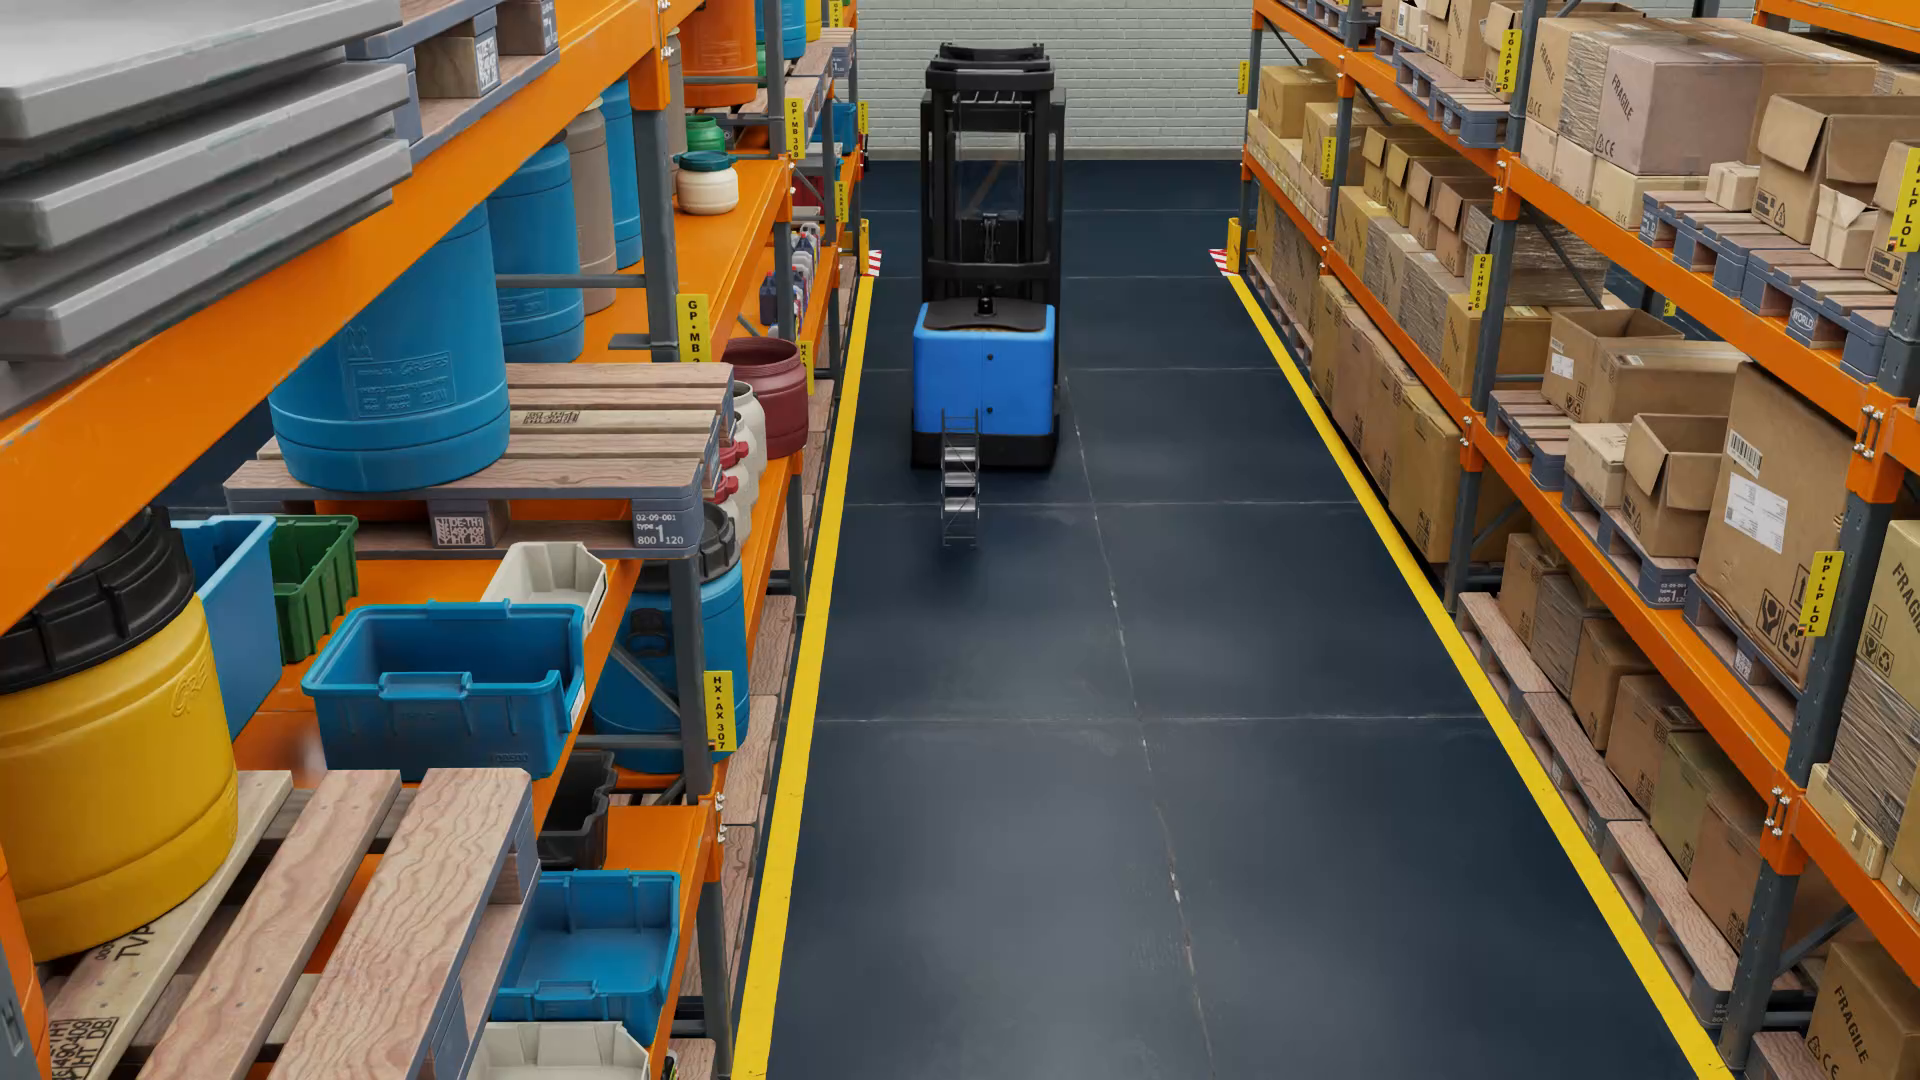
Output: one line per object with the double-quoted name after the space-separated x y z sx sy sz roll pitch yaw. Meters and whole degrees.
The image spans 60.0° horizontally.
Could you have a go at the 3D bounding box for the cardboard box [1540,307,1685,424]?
3.551 -0.950 9.080 0.500 0.500 0.500 -3 25 -7 "cardboard box"

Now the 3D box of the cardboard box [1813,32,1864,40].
8.632 -4.662 16.222 0.500 0.500 0.500 -1 24 -2 "cardboard box"

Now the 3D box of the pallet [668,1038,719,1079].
-1.439 2.282 5.947 1.003 0.211 1.213 0 24 -1 "pallet"

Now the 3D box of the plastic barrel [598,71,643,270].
-1.641 -1.608 6.916 0.600 0.901 0.708 0 24 -1 "plastic barrel"

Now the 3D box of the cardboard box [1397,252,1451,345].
3.243 -1.603 11.032 0.500 0.500 0.500 -1 24 -2 "cardboard box"

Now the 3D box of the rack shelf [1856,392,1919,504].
3.570 0.498 3.742 1.077 0.370 4.000 0 24 -1 "rack shelf"

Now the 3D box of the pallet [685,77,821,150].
-1.358 -2.510 9.748 1.003 0.211 1.213 0 24 -1 "pallet"

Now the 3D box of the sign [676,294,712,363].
-0.854 -0.634 5.360 0.100 0.325 0.005 0 24 -1 "sign"

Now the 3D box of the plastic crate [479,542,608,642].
-0.982 0.148 3.963 0.243 0.136 0.396 0 24 -1 "plastic crate"

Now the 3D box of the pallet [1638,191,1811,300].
3.634 -1.251 6.963 1.213 0.211 1.003 0 24 -1 "pallet"

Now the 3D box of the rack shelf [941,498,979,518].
0.000 -0.219 11.160 0.258 0.077 0.200 0 24 -1 "rack shelf"

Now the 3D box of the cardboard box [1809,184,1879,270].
3.438 -1.171 6.213 0.396 0.266 0.258 1 24 1 "cardboard box"

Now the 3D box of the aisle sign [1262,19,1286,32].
3.117 -5.445 16.494 0.394 0.787 0.004 0 24 -1 "aisle sign"

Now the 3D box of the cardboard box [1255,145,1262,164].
3.099 -3.759 16.225 0.380 0.149 0.250 -1 24 -2 "cardboard box"

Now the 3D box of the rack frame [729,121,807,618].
-1.448 -0.913 9.629 1.000 3.000 0.127 0 24 -1 "rack frame"

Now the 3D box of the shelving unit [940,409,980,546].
0.000 -0.413 11.072 0.258 0.900 0.210 0 24 -1 "shelving unit"

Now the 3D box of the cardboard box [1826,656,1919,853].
3.492 0.717 5.542 0.875 0.500 0.500 0 24 -1 "cardboard box"

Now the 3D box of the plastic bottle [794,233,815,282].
-1.152 -2.086 12.281 0.144 0.351 0.185 0 24 -1 "plastic bottle"

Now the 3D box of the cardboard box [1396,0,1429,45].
3.383 -3.649 11.636 0.500 0.311 0.500 -1 24 -2 "cardboard box"

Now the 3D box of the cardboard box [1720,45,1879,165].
3.767 -1.965 7.586 0.500 0.500 0.500 0 24 0 "cardboard box"

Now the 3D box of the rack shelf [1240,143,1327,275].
3.439 -3.080 15.293 1.077 0.370 4.000 0 24 -1 "rack shelf"

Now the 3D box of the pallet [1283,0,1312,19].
3.452 -4.749 14.577 1.003 0.211 1.213 0 24 -1 "pallet"

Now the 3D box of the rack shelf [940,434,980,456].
0.000 -0.629 10.974 0.258 0.077 0.200 0 24 -1 "rack shelf"

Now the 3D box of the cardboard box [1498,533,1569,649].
3.532 0.279 9.493 0.700 0.500 0.500 -2 24 -3 "cardboard box"

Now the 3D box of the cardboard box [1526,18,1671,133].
3.253 -2.381 8.506 0.500 0.500 0.500 0 24 0 "cardboard box"

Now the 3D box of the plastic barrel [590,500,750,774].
-1.105 0.346 6.237 0.600 0.901 0.708 0 24 -1 "plastic barrel"

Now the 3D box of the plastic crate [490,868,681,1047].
-1.121 1.258 5.010 0.499 0.251 0.616 0 24 -1 "plastic crate"

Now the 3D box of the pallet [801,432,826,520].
-1.509 -0.469 12.031 1.003 0.211 1.213 0 24 -1 "pallet"

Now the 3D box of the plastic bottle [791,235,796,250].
-1.298 -2.161 12.448 0.144 0.351 0.185 0 24 -1 "plastic bottle"

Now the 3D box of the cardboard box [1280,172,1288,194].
3.114 -3.228 15.052 0.380 0.149 0.250 0 24 0 "cardboard box"

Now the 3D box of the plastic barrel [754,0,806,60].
-1.320 -3.645 10.912 0.600 0.901 0.708 0 24 -1 "plastic barrel"

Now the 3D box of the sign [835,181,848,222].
-0.941 -2.689 13.220 0.100 0.325 0.005 0 24 -1 "sign"

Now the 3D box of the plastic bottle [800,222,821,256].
-1.164 -2.344 12.943 0.152 0.276 0.135 0 24 -1 "plastic bottle"

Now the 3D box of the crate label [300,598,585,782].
-1.051 0.311 3.462 0.502 0.251 0.408 0 24 -1 "crate label"

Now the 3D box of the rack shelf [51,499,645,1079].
-1.382 0.520 3.693 1.077 0.370 4.000 0 24 -1 "rack shelf"

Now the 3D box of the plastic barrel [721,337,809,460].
-1.140 -0.785 9.182 0.600 0.536 0.708 0 24 -1 "plastic barrel"

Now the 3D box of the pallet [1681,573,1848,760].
3.686 0.485 6.771 1.003 0.211 1.213 0 24 -1 "pallet"

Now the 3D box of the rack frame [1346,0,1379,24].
3.461 -5.317 12.087 1.000 3.000 0.127 0 24 -1 "rack frame"

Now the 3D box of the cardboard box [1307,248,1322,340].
3.534 -2.079 14.276 0.875 0.875 0.875 0 24 -1 "cardboard box"

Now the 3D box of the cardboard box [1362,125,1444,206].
3.476 -2.823 12.514 0.797 0.503 0.637 -1 24 -2 "cardboard box"

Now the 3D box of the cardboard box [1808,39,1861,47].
8.130 -4.455 15.765 0.500 0.500 0.500 0 24 1 "cardboard box"

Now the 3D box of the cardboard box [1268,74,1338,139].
3.170 -4.022 15.415 0.500 0.500 0.500 -1 24 -2 "cardboard box"

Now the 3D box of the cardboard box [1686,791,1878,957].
3.563 1.398 7.018 0.700 0.500 0.500 -2 24 -5 "cardboard box"

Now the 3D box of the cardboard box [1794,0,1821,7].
8.129 -5.108 15.446 0.500 0.250 0.500 1 24 1 "cardboard box"

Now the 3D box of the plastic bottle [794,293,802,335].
-1.096 -1.516 11.104 0.061 0.283 0.133 0 24 -1 "plastic bottle"

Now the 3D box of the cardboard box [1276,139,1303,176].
3.178 -3.464 15.090 0.500 0.250 0.500 -1 24 -2 "cardboard box"

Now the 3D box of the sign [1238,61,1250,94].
2.863 -4.663 16.772 0.100 0.325 0.005 0 24 -1 "sign"

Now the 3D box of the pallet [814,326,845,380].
-1.538 -1.594 14.518 1.003 0.211 1.213 0 24 -1 "pallet"

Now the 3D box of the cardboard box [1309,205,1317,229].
3.127 -2.700 13.884 0.380 0.149 0.250 0 24 0 "cardboard box"

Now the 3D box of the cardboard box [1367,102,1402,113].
3.714 -3.394 14.026 0.500 0.500 0.500 0 24 -1 "cardboard box"

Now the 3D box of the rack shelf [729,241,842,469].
-1.470 -1.410 11.600 1.077 0.370 4.000 0 24 -1 "rack shelf"

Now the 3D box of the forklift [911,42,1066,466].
0.261 -2.448 13.107 1.130 2.935 3.031 2 24 4 "forklift"

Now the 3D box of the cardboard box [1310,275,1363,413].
3.488 -1.543 13.091 1.225 0.875 0.875 0 24 0 "cardboard box"

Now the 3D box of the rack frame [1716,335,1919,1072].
3.548 0.713 6.034 1.000 3.000 0.127 0 24 -1 "rack frame"

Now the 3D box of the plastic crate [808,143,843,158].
-1.345 -3.782 16.219 0.396 0.136 0.243 0 24 -1 "plastic crate"

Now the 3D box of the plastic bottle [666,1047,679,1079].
-1.089 1.958 6.144 0.097 0.201 0.097 0 24 0 "plastic bottle"
